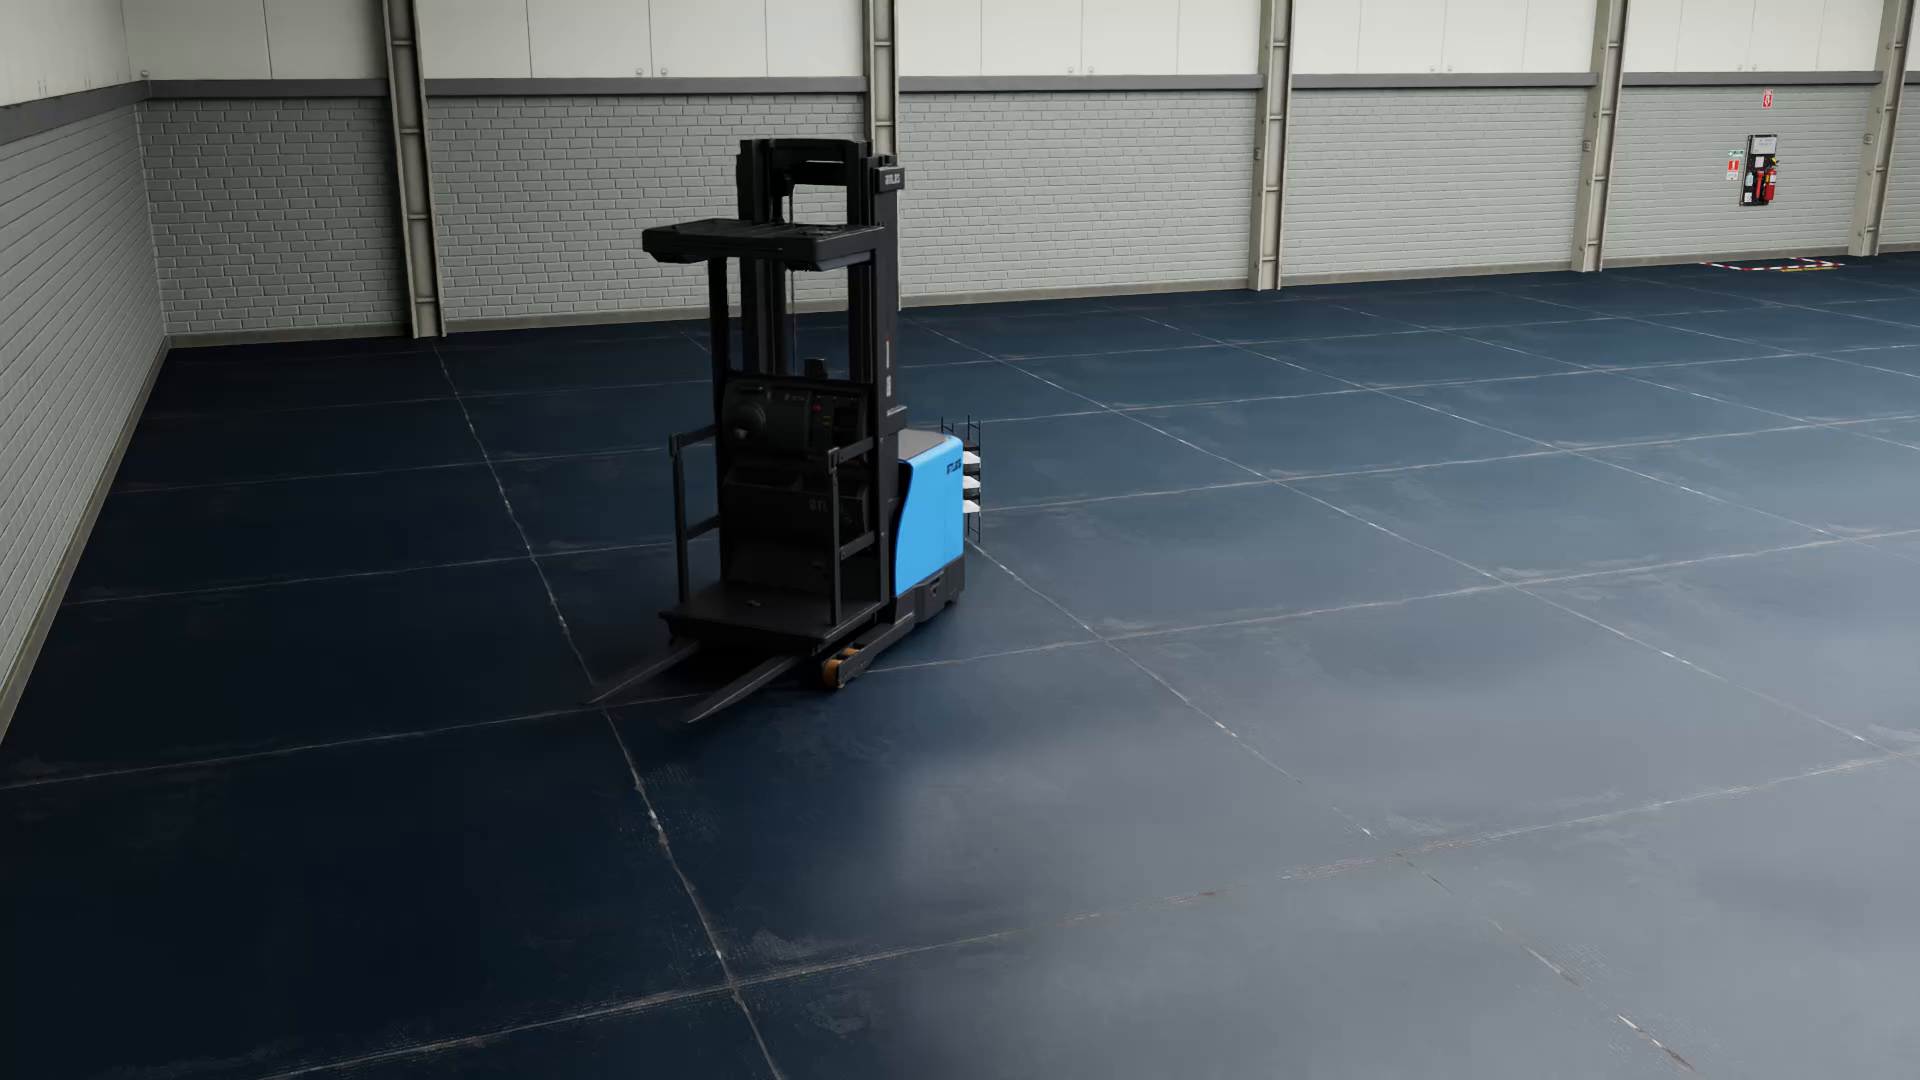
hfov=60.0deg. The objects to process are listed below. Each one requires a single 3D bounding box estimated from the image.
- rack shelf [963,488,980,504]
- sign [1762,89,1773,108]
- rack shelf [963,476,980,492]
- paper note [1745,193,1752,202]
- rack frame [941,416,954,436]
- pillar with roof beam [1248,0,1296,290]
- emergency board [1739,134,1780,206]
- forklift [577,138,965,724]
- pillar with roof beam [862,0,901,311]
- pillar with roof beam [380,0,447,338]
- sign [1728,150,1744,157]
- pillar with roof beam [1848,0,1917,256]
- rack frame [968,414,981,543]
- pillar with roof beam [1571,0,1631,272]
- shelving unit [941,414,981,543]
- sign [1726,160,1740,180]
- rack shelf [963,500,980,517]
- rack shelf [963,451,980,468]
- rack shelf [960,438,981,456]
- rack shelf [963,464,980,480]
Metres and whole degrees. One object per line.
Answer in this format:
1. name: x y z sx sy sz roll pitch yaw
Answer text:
1. rack shelf: 0.008 -0.314 12.009 0.200 0.077 0.258 -6 17 -20
2. sign: 13.398 -7.319 27.585 0.199 0.298 0.001 -6 17 -20
3. rack shelf: 0.008 -0.401 11.984 0.200 0.077 0.258 -6 17 -20
4. paper note: 13.251 -5.759 27.950 0.142 0.148 0.016 -6 17 -20
5. rack frame: -0.087 -0.422 11.939 0.006 0.900 0.240 -6 17 -20
6. pillar with roof beam: 6.097 -6.957 19.817 0.400 9.000 9.100 -6 17 -20
7. emergency board: 13.441 -6.182 27.825 0.643 1.169 0.194 -6 17 -20
8. forklift: -1.031 -0.714 9.329 1.130 2.935 3.031 7 18 23
9. pillar with roof beam: 0.494 -6.352 17.757 0.400 9.000 9.100 -6 17 -20
10. pillar with roof beam: -5.108 -5.747 15.697 0.400 9.000 9.100 -6 17 -20
11. sign: 12.895 -6.423 27.642 0.331 0.109 0.001 -6 17 -20
12. pillar with roof beam: 17.303 -8.167 23.937 0.400 9.000 9.100 -6 17 -20
13. rack frame: 0.103 -0.443 12.009 0.006 0.900 0.240 -6 17 -20
14. pillar with roof beam: 11.700 -7.562 21.877 0.400 9.000 9.100 -6 17 -20
15. shelving unit: 0.008 -0.433 11.974 0.210 0.900 0.258 -6 17 -20
16. sign: 12.888 -6.170 27.723 0.234 0.329 0.001 -6 17 -20
17. rack shelf: 0.008 -0.228 12.034 0.200 0.077 0.258 -6 17 -20
18. rack shelf: 0.008 -0.573 11.933 0.200 0.077 0.258 -6 17 -20
19. rack shelf: 0.008 -0.660 11.908 0.200 0.077 0.258 -6 17 -20
20. rack shelf: 0.008 -0.487 11.958 0.200 0.077 0.258 -6 17 -20
